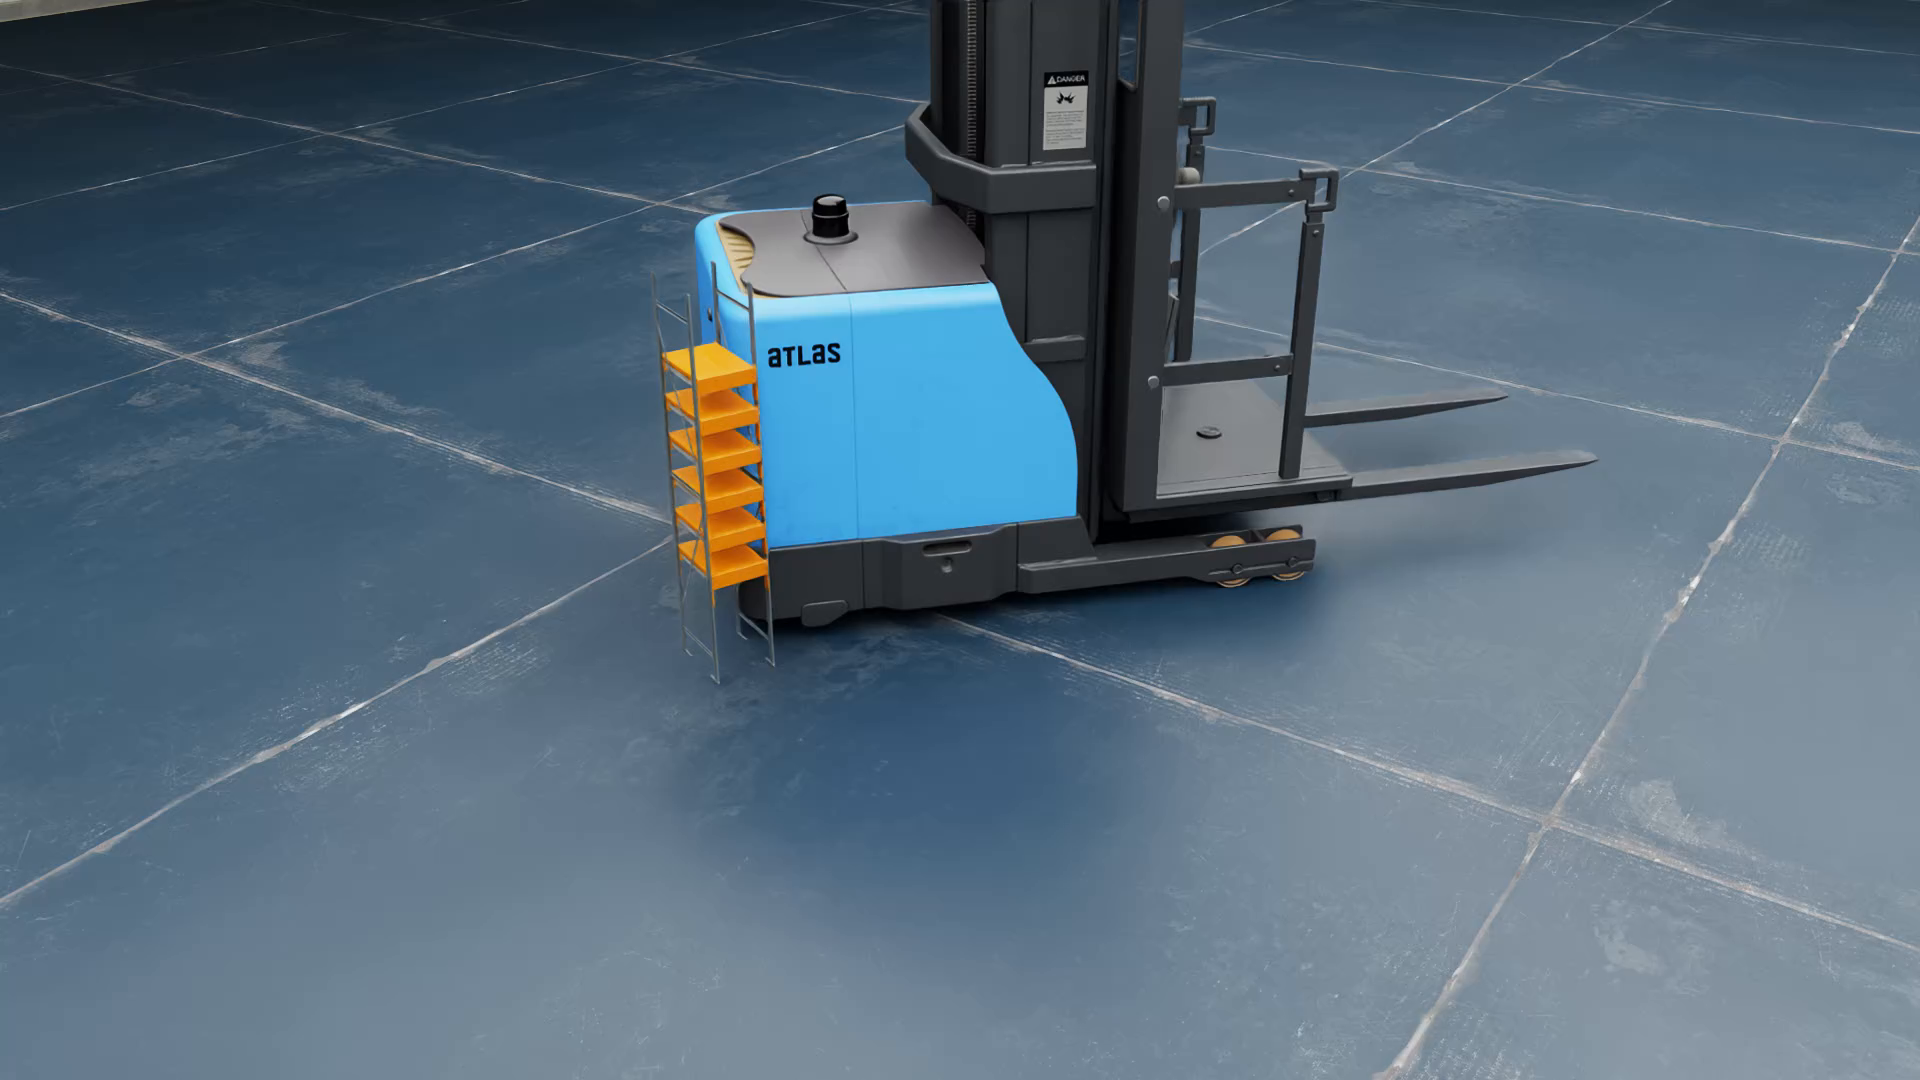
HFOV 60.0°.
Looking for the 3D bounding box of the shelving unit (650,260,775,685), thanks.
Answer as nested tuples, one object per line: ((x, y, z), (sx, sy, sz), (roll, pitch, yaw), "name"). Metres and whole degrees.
((-0.702, -0.176, 4.773), (0.189, 1.200, 0.258), (-17, 31, -30), "shelving unit")

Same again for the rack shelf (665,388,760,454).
((-0.702, -0.351, 4.685), (0.180, 0.103, 0.258), (-17, 31, -30), "rack shelf")

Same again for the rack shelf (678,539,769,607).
((-0.702, 0.077, 4.902), (0.180, 0.103, 0.258), (-17, 31, -30), "rack shelf")

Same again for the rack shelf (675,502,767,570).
((-0.702, -0.030, 4.848), (0.180, 0.103, 0.258), (-17, 31, -30), "rack shelf")

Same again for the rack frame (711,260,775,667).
((-0.626, -0.199, 4.819), (0.006, 1.200, 0.240), (-17, 31, -30), "rack frame")

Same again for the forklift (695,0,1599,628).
((0.685, -1.377, 5.225), (3.031, 2.935, 1.130), (-6, 28, -12), "forklift")

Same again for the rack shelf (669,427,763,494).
((-0.702, -0.244, 4.739), (0.180, 0.103, 0.258), (-17, 31, -30), "rack shelf")

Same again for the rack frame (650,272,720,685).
((-0.778, -0.153, 4.728), (0.006, 1.200, 0.240), (-17, 31, -30), "rack frame")

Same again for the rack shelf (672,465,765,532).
((-0.702, -0.137, 4.794), (0.180, 0.103, 0.258), (-17, 31, -30), "rack shelf")

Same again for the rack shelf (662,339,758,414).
((-0.702, -0.457, 4.630), (0.180, 0.103, 0.258), (-17, 31, -30), "rack shelf")
